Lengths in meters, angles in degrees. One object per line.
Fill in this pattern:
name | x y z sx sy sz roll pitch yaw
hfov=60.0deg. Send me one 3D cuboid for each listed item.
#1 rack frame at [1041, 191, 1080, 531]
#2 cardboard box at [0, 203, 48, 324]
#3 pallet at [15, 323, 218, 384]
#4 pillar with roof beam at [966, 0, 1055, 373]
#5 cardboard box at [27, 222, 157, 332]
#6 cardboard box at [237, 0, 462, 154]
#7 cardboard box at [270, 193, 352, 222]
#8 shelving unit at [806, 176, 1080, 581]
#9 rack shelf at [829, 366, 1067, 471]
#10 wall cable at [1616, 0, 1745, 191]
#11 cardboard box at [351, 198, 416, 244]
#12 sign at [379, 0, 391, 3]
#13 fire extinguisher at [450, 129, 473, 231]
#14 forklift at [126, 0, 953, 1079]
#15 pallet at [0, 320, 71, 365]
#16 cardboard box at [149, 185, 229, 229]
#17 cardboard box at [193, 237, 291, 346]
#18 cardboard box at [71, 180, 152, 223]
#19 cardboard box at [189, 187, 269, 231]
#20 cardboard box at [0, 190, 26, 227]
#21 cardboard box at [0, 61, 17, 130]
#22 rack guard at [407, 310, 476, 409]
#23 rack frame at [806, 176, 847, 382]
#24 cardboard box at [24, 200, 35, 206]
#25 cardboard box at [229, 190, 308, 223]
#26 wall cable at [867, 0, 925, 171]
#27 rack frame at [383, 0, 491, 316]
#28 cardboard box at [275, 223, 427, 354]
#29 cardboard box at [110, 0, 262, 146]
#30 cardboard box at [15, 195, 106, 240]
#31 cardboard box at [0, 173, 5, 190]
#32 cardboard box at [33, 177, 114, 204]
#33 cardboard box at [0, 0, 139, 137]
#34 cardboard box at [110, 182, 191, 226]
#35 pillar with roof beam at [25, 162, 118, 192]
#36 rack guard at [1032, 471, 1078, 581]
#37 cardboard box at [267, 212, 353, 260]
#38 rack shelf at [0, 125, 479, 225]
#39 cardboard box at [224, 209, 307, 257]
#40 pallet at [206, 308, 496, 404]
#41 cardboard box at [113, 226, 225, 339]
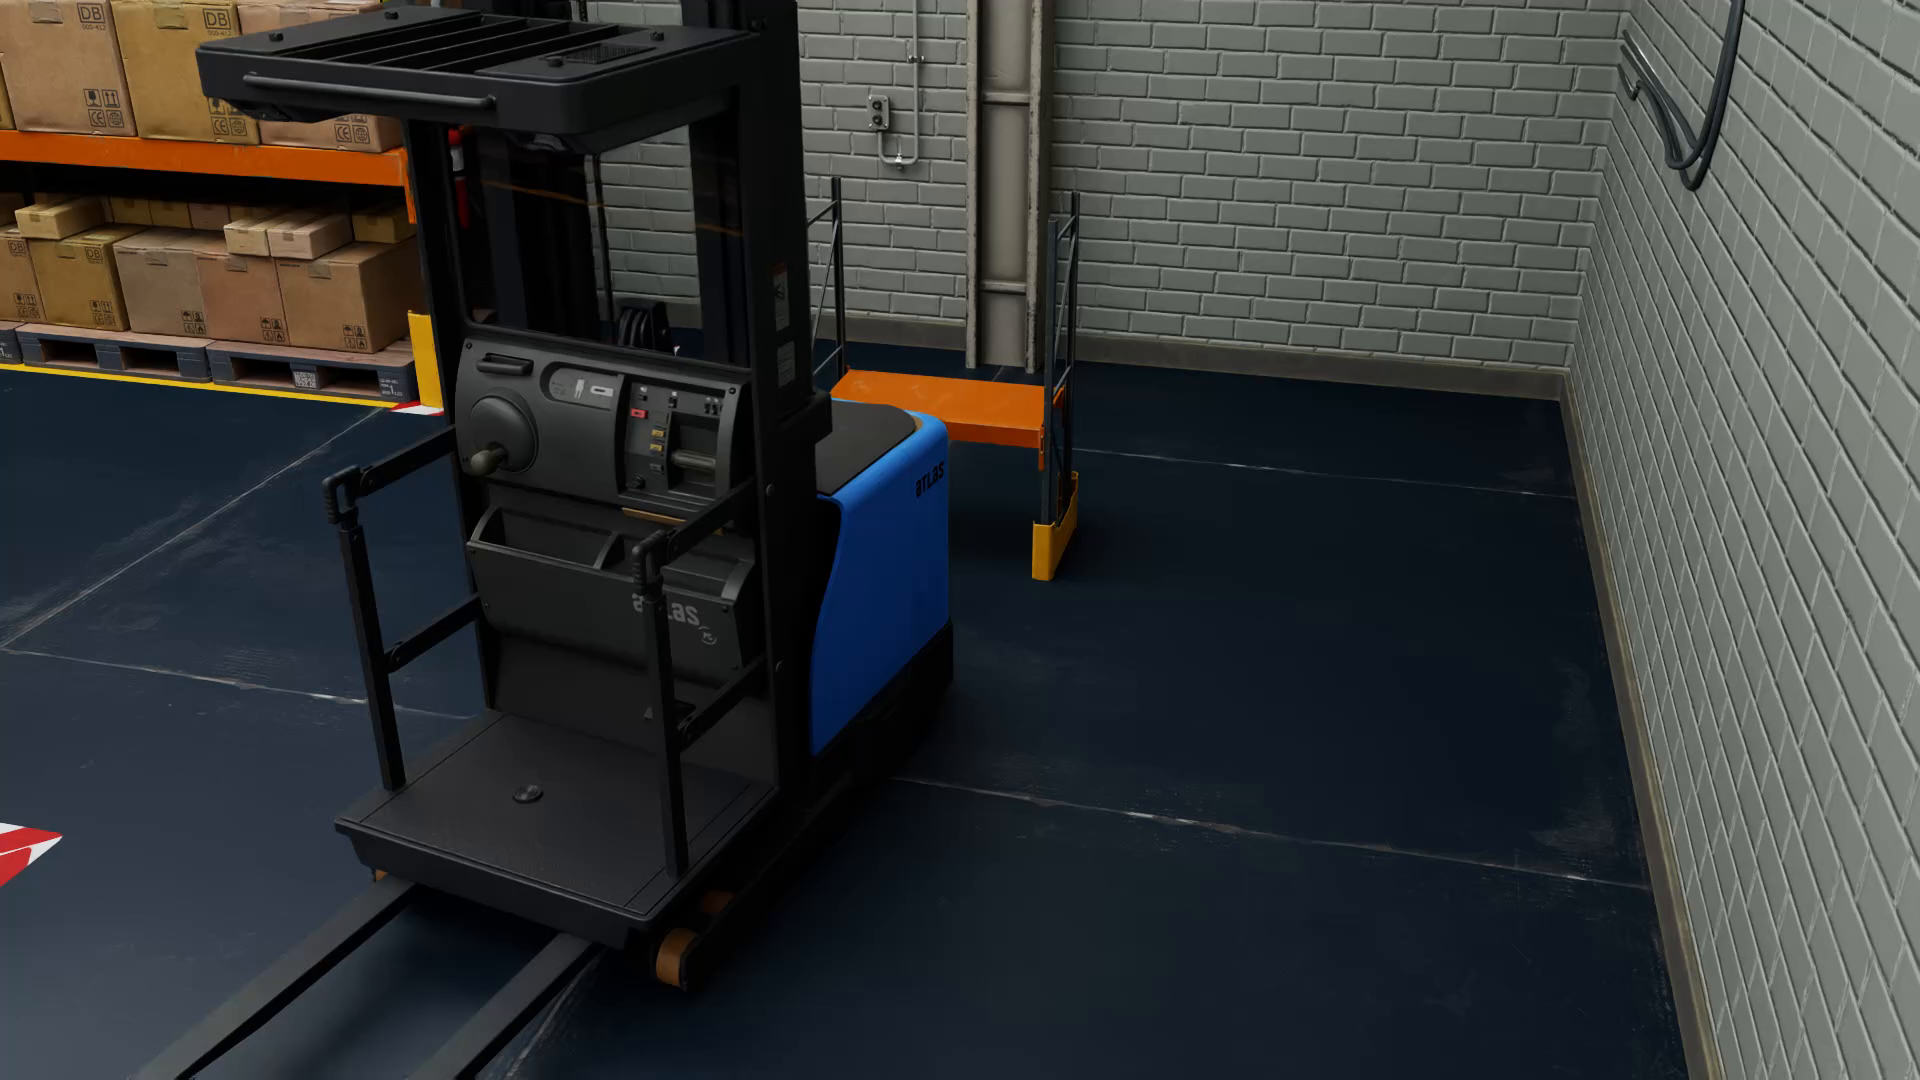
rack frame | 0.410 -0.632 6.832 0.032 1.500 0.500 6 26 13
cardboard box | -5.258 -1.599 9.539 0.500 0.500 0.700 6 26 12
pallet | -4.541 -1.213 9.553 1.213 0.211 1.003 6 26 13
pillar with roof beam | -0.811 -3.275 3.661 0.400 9.000 9.100 6 26 13
cardboard box | -4.762 -1.543 9.421 0.500 0.500 0.700 7 26 14
cardboard box | -3.065 -2.474 8.607 0.700 0.700 0.980 8 26 15
cardboard box | -3.592 -1.799 9.203 0.250 0.149 0.380 6 26 13
shelving unit | -0.074 -0.685 6.945 1.083 1.500 0.587 6 26 13
rack shelf | -0.083 -0.524 7.024 1.000 0.185 0.538 6 26 13
wall cable | 2.820 -2.840 6.359 0.112 2.526 3.097 6 26 13
cardboard box | -3.101 -1.745 9.090 0.250 0.149 0.380 6 26 13
sign | -2.717 -2.693 7.795 0.005 0.325 0.100 6 26 13
fire extinguisher | -2.538 -1.876 8.225 0.183 0.674 0.296 6 26 13
forklift | -1.103 -0.289 4.447 1.130 2.935 3.031 11 28 22
pallet | -5.726 -1.343 9.825 1.213 0.211 1.003 6 26 13
cardboard box | -4.329 -1.880 9.374 0.250 0.149 0.380 7 26 14
cardboard box | -3.756 -1.436 9.195 0.500 0.500 0.700 6 26 13
cardboard box | -4.824 -1.934 9.488 0.250 0.149 0.380 7 26 14
cardboard box | -4.080 -1.853 9.317 0.250 0.149 0.380 7 26 14
cardboard box | -5.458 -1.835 9.279 0.250 0.149 0.380 7 26 15
cardboard box | -5.216 -2.706 9.096 0.700 0.700 0.980 6 26 12
rack guard | -2.546 -1.157 9.098 0.348 0.500 1.175 6 26 13
rack frame | -0.575 -0.741 7.061 0.032 1.500 0.500 6 26 13
cardboard box | -5.744 -1.654 9.655 0.500 0.500 0.700 7 26 14
cardboard box | -3.834 -1.826 9.260 0.250 0.149 0.380 7 26 13
wall cable | -1.093 -3.003 8.887 1.851 1.984 0.084 6 26 13
rack frame | -2.569 -2.288 8.566 0.127 3.000 1.000 6 26 13
cardboard box | -3.272 -1.382 9.083 0.500 0.500 0.700 6 26 13
cardboard box | -3.773 -2.547 8.761 0.700 0.700 0.980 6 26 13
cardboard box | -4.952 -1.779 9.161 0.250 0.149 0.380 6 26 12
cardboard box | -5.835 -2.045 9.721 0.250 0.149 0.380 6 26 13
cardboard box | -5.069 -1.962 9.546 0.250 0.149 0.380 5 26 11
cardboard box | -4.509 -2.632 8.941 0.700 0.700 0.980 5 26 10
cardboard box | -4.574 -1.907 9.431 0.250 0.149 0.380 6 26 12
pillar with roof beam | -6.622 -3.918 5.010 0.400 9.000 9.100 6 26 13
rack guard | 0.408 -0.068 7.101 0.087 0.250 0.587 6 26 13
cardboard box | -3.441 -1.613 8.813 0.250 0.149 0.380 6 26 12
rack shelf | -4.506 -2.177 9.170 4.000 0.370 1.077 6 26 13
cardboard box | -3.689 -1.640 8.870 0.250 0.149 0.380 7 26 14
pallet | -3.363 -1.082 9.277 1.213 0.211 1.003 6 26 13
cardboard box | -4.244 -1.489 9.308 0.500 0.500 0.700 5 26 11
